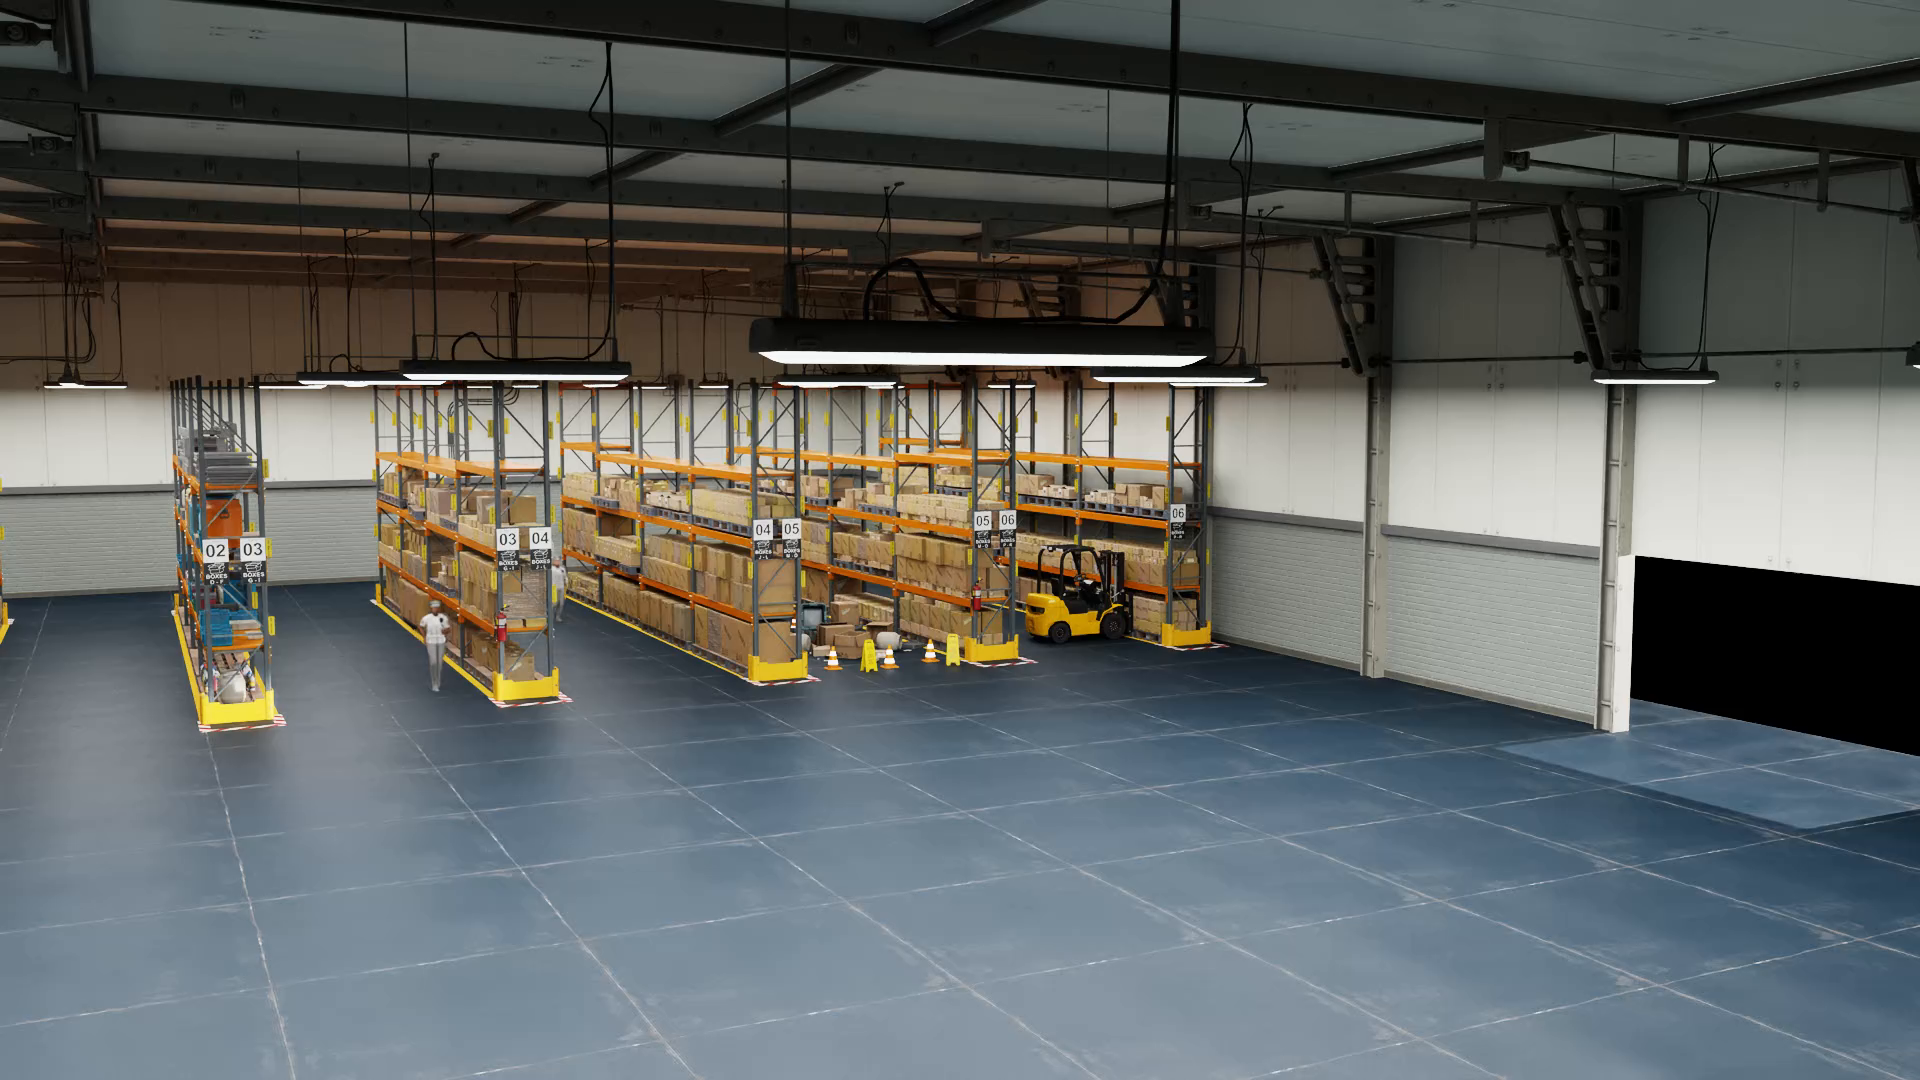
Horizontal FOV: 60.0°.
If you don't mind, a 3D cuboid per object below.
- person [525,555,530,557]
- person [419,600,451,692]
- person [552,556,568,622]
[{"bbox_3d":[-12.390,0.751,46.458,0.740,1.696,0.552,1,5,13],"label":"person"},{"bbox_3d":[-10.109,2.030,32.085,0.558,1.757,0.743,-3,6,-28],"label":"person"},{"bbox_3d":[-10.016,1.213,41.425,0.611,1.651,0.561,-3,6,-34],"label":"person"}]
